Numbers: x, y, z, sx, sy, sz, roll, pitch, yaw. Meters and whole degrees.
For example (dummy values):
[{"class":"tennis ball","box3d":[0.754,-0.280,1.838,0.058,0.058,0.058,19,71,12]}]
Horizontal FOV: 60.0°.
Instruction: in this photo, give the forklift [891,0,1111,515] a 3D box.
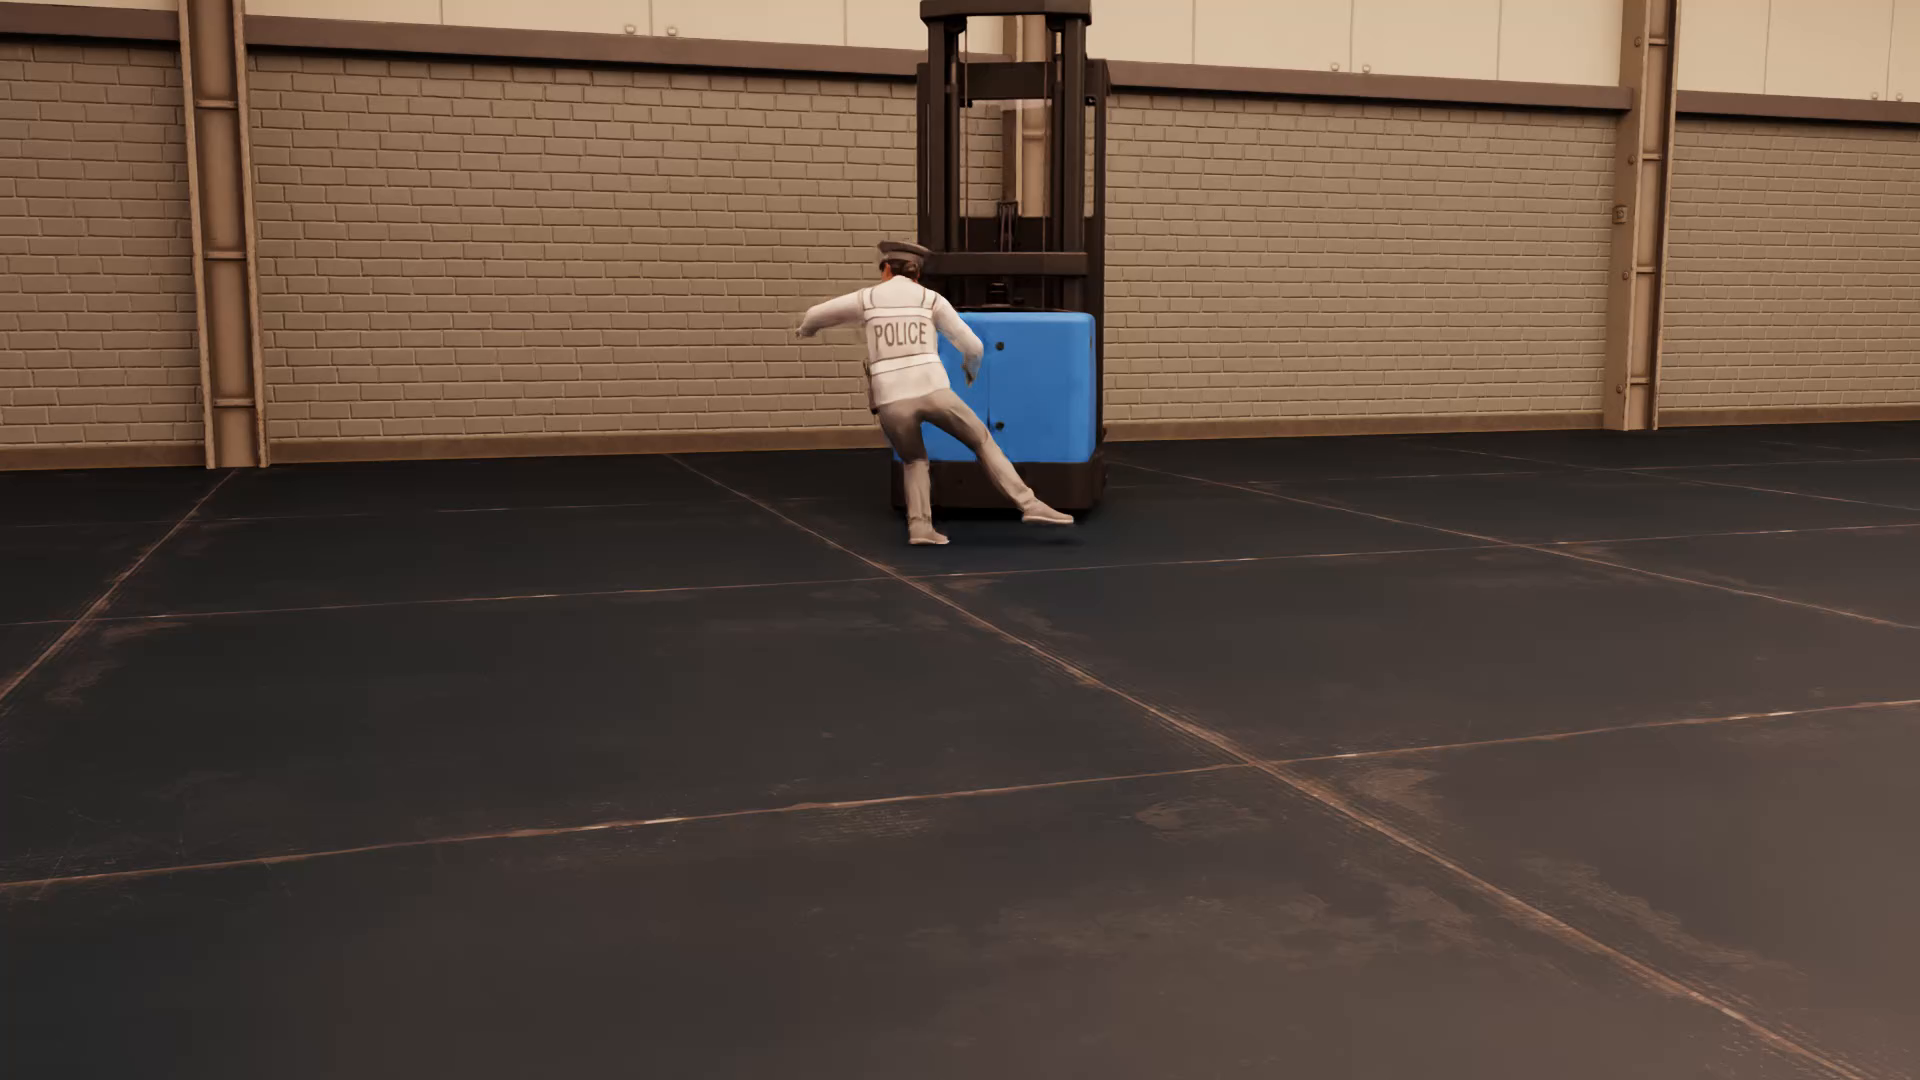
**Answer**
[{"class":"forklift","box3d":[0.325,-1.747,9.897,1.130,2.935,3.031,1,8,7]}]

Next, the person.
[{"class":"person","box3d":[-0.126,-0.688,7.848,1.335,1.428,0.792,0,8,-2]}]
